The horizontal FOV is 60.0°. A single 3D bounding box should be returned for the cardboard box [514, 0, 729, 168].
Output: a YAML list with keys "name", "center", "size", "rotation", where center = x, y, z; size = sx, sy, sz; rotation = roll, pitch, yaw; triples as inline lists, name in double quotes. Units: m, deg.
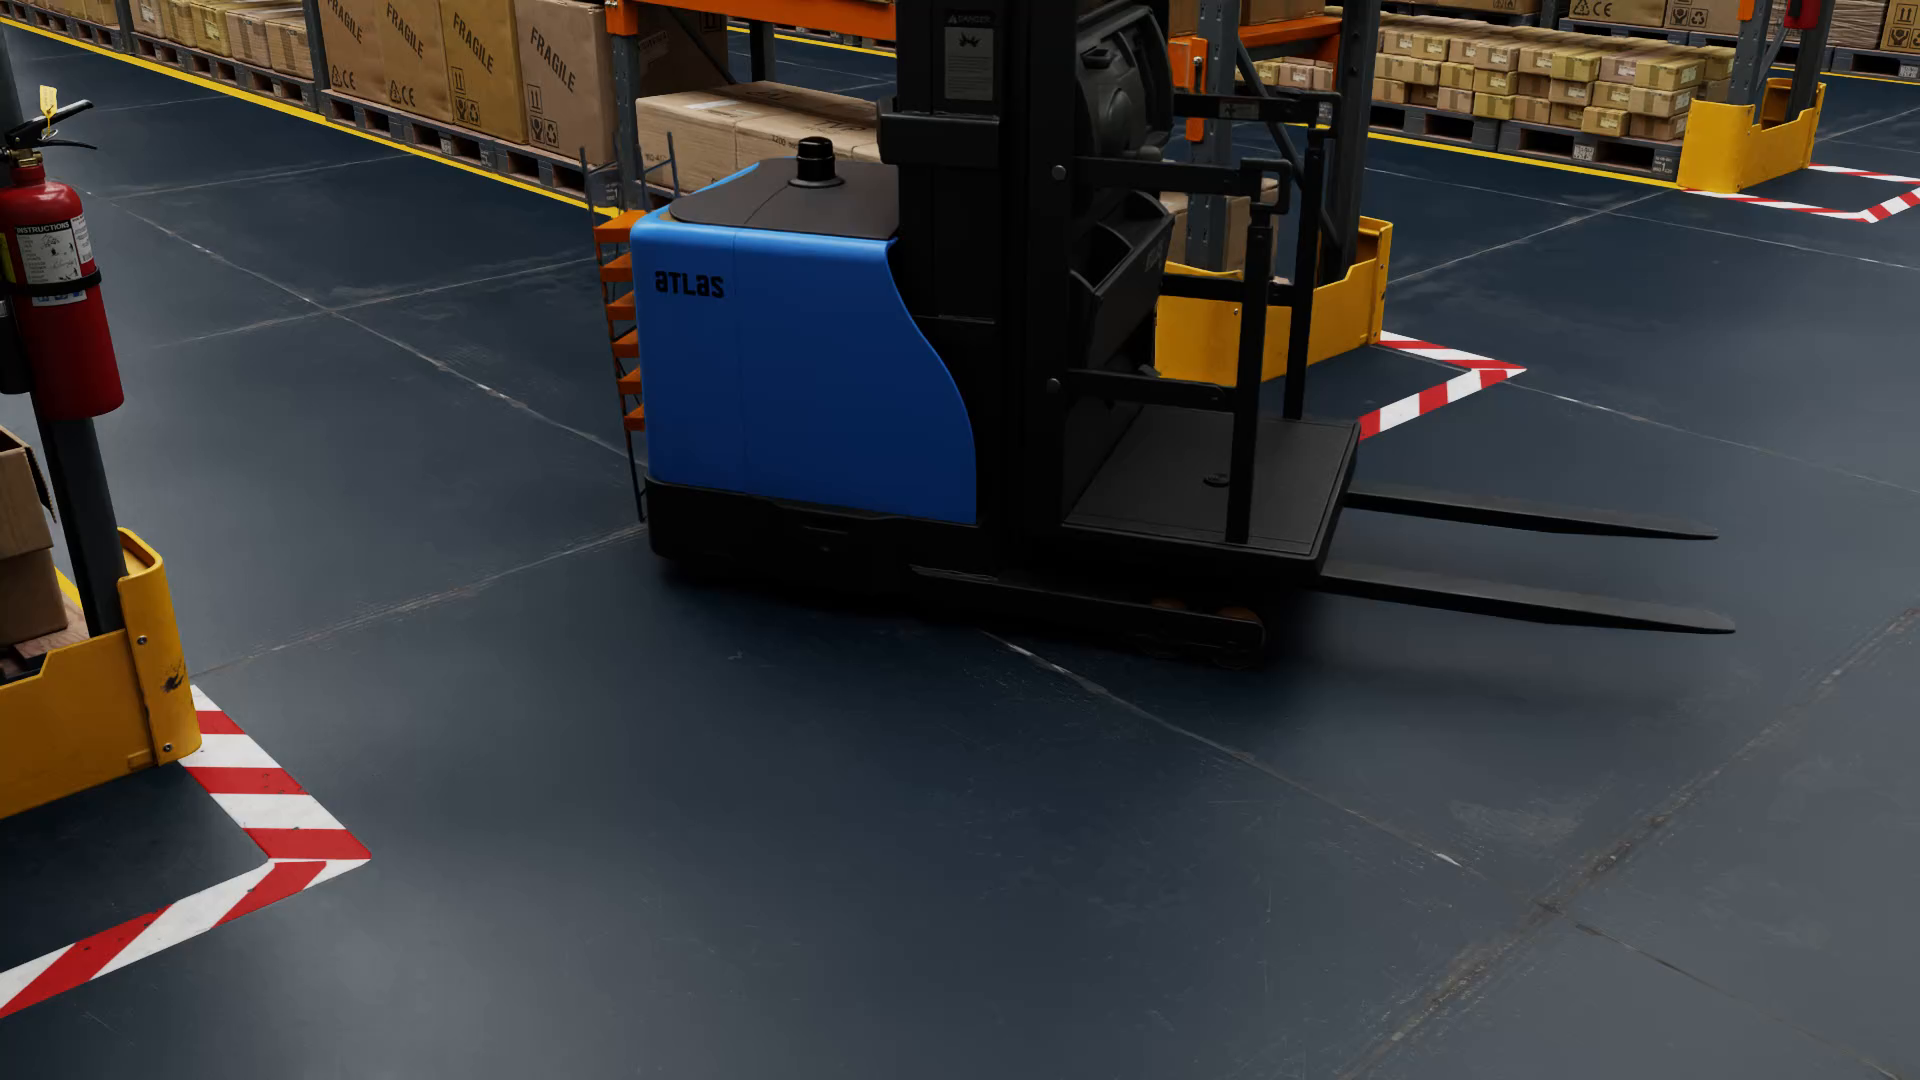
- name: "cardboard box"
  center: [-1.945, -2.723, 9.659]
  size: [0.875, 0.875, 0.875]
  rotation: [-20, 31, -37]

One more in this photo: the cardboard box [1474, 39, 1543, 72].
- name: "cardboard box"
  center: [3.514, -3.107, 10.658]
  size: [0.380, 0.149, 0.250]
  rotation: [-20, 31, -37]

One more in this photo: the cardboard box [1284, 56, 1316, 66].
- name: "cardboard box"
  center: [2.527, -3.482, 11.840]
  size: [0.380, 0.149, 0.250]
  rotation: [-21, 32, -39]

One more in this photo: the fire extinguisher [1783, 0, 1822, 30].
- name: "fire extinguisher"
  center: [4.651, -3.145, 9.071]
  size: [0.296, 0.674, 0.183]
  rotation: [-21, 32, -38]

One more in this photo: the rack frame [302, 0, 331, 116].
- name: "rack frame"
  center: [-4.197, -4.546, 11.600]
  size: [1.000, 3.000, 0.127]
  rotation: [-21, 32, -38]

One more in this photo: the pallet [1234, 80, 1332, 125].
- name: "pallet"
  center: [2.566, -3.306, 12.243]
  size: [1.003, 0.211, 1.213]
  rotation: [-21, 32, -38]

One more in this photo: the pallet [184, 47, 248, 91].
- name: "pallet"
  center: [-5.559, -3.884, 13.509]
  size: [1.003, 0.211, 1.213]
  rotation: [-21, 32, -38]

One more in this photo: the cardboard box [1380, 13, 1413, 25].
- name: "cardboard box"
  center: [3.014, -3.659, 11.869]
  size: [0.380, 0.149, 0.250]
  rotation: [-20, 31, -37]

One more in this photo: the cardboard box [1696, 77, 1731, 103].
- name: "cardboard box"
  center: [4.645, -2.818, 10.383]
  size: [0.380, 0.149, 0.250]
  rotation: [-20, 31, -36]

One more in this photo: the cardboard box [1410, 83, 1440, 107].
- name: "cardboard box"
  center: [3.248, -3.022, 11.188]
  size: [0.380, 0.149, 0.250]
  rotation: [-20, 31, -37]

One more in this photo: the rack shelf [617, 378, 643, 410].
- name: "rack shelf"
  center: [-0.945, -0.500, 5.281]
  size: [0.180, 0.103, 0.258]
  rotation: [2, 24, 16]

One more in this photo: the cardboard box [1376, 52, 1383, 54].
- name: "cardboard box"
  center: [2.880, -3.310, 11.462]
  size: [0.380, 0.149, 0.250]
  rotation: [-19, 31, -36]

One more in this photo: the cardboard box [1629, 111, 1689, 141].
- name: "cardboard box"
  center: [4.304, -2.551, 10.157]
  size: [0.380, 0.149, 0.250]
  rotation: [-21, 32, -38]

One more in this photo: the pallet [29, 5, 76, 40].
- name: "pallet"
  center: [-8.254, -5.052, 16.070]
  size: [1.003, 0.211, 1.213]
  rotation: [-21, 32, -38]

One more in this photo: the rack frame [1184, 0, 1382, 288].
- name: "rack frame"
  center: [1.271, -2.122, 6.287]
  size: [1.000, 3.000, 0.127]
  rotation: [-21, 32, -38]

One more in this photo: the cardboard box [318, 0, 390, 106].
- name: "cardboard box"
  center: [-3.785, -3.537, 11.443]
  size: [0.875, 0.875, 0.875]
  rotation: [-22, 32, -39]

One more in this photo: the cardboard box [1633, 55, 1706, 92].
- name: "cardboard box"
  center: [4.269, -2.810, 10.007]
  size: [0.380, 0.149, 0.250]
  rotation: [-21, 32, -38]

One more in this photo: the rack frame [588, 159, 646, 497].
- name: "rack frame"
  center: [-1.045, -0.653, 5.240]
  size: [0.002, 1.046, 0.228]
  rotation: [2, 24, 16]

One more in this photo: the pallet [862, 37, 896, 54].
- name: "pallet"
  center: [-0.119, -4.475, 14.804]
  size: [1.003, 0.211, 1.213]
  rotation: [-21, 32, -38]

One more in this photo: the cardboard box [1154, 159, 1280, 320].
- name: "cardboard box"
  center: [0.747, -1.319, 7.108]
  size: [0.875, 0.438, 0.875]
  rotation: [22, 33, 40]

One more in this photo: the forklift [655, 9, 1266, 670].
- name: "forklift"
  center: [8.926, -9.120, 14.399]
  size: [10.637, 9.000, 29.840]
  rotation: [8, 26, 17]

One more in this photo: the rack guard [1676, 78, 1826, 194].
- name: "rack guard"
  center: [4.764, -2.442, 10.002]
  size: [1.175, 0.500, 0.348]
  rotation: [-21, 32, -38]

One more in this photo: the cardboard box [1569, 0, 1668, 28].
- name: "cardboard box"
  center: [6.164, -5.147, 14.972]
  size: [0.875, 0.875, 0.875]
  rotation: [-21, 32, -38]

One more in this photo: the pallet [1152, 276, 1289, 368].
- name: "pallet"
  center: [0.668, -1.073, 7.348]
  size: [1.003, 0.211, 1.213]
  rotation: [-21, 32, -38]

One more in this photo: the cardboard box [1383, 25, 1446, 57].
- name: "cardboard box"
  center: [3.075, -3.375, 11.247]
  size: [0.250, 0.149, 0.380]
  rotation: [22, 33, 40]

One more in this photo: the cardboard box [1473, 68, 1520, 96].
- name: "cardboard box"
  center: [3.527, -2.975, 10.728]
  size: [0.380, 0.149, 0.250]
  rotation: [-21, 32, -38]

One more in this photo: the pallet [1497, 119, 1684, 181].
- name: "pallet"
  center: [4.234, -2.567, 10.623]
  size: [1.003, 0.211, 1.213]
  rotation: [-21, 32, -38]

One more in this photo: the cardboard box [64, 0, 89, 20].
- name: "cardboard box"
  center: [-7.902, -4.959, 15.313]
  size: [0.500, 0.250, 0.500]
  rotation: [-22, 33, -40]

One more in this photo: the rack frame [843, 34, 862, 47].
- name: "rack frame"
  center: [-1.542, -7.880, 18.910]
  size: [5.960, 3.000, 8.026]
  rotation: [-21, 32, -38]

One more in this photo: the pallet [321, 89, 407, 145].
- name: "pallet"
  center: [-3.713, -3.017, 11.608]
  size: [1.003, 0.211, 1.213]
  rotation: [-21, 32, -38]

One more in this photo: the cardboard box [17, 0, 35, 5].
- name: "cardboard box"
  center: [-8.972, -5.430, 16.345]
  size: [0.500, 0.250, 0.500]
  rotation: [-20, 31, -37]

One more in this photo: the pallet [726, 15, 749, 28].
- name: "pallet"
  center: [-1.966, -5.341, 16.704]
  size: [1.003, 0.211, 1.213]
  rotation: [-21, 32, -38]

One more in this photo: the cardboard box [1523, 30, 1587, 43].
- name: "cardboard box"
  center: [3.938, -3.277, 11.031]
  size: [0.380, 0.149, 0.250]
  rotation: [-20, 31, -37]

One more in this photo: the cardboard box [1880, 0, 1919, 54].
- name: "cardboard box"
  center: [8.009, -4.329, 13.179]
  size: [0.875, 0.875, 0.875]
  rotation: [-21, 32, -38]

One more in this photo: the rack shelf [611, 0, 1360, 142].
- name: "rack shelf"
  center: [-0.096, -2.400, 7.765]
  size: [1.077, 0.370, 4.000]
  rotation: [-21, 32, -38]

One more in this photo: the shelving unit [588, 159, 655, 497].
- name: "shelving unit"
  center: [-0.958, -0.650, 5.216]
  size: [0.183, 1.046, 0.258]
  rotation: [2, 24, 16]

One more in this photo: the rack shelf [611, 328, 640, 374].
- name: "rack shelf"
  center: [-0.954, -0.609, 5.234]
  size: [0.180, 0.103, 0.258]
  rotation: [2, 24, 16]

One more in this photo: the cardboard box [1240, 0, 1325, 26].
- name: "cardboard box"
  center: [1.153, -2.394, 6.764]
  size: [0.500, 0.500, 0.500]
  rotation: [-22, 32, -39]

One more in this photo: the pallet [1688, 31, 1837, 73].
- name: "pallet"
  center: [7.072, -4.254, 14.321]
  size: [1.003, 0.211, 1.213]
  rotation: [-21, 32, -38]
